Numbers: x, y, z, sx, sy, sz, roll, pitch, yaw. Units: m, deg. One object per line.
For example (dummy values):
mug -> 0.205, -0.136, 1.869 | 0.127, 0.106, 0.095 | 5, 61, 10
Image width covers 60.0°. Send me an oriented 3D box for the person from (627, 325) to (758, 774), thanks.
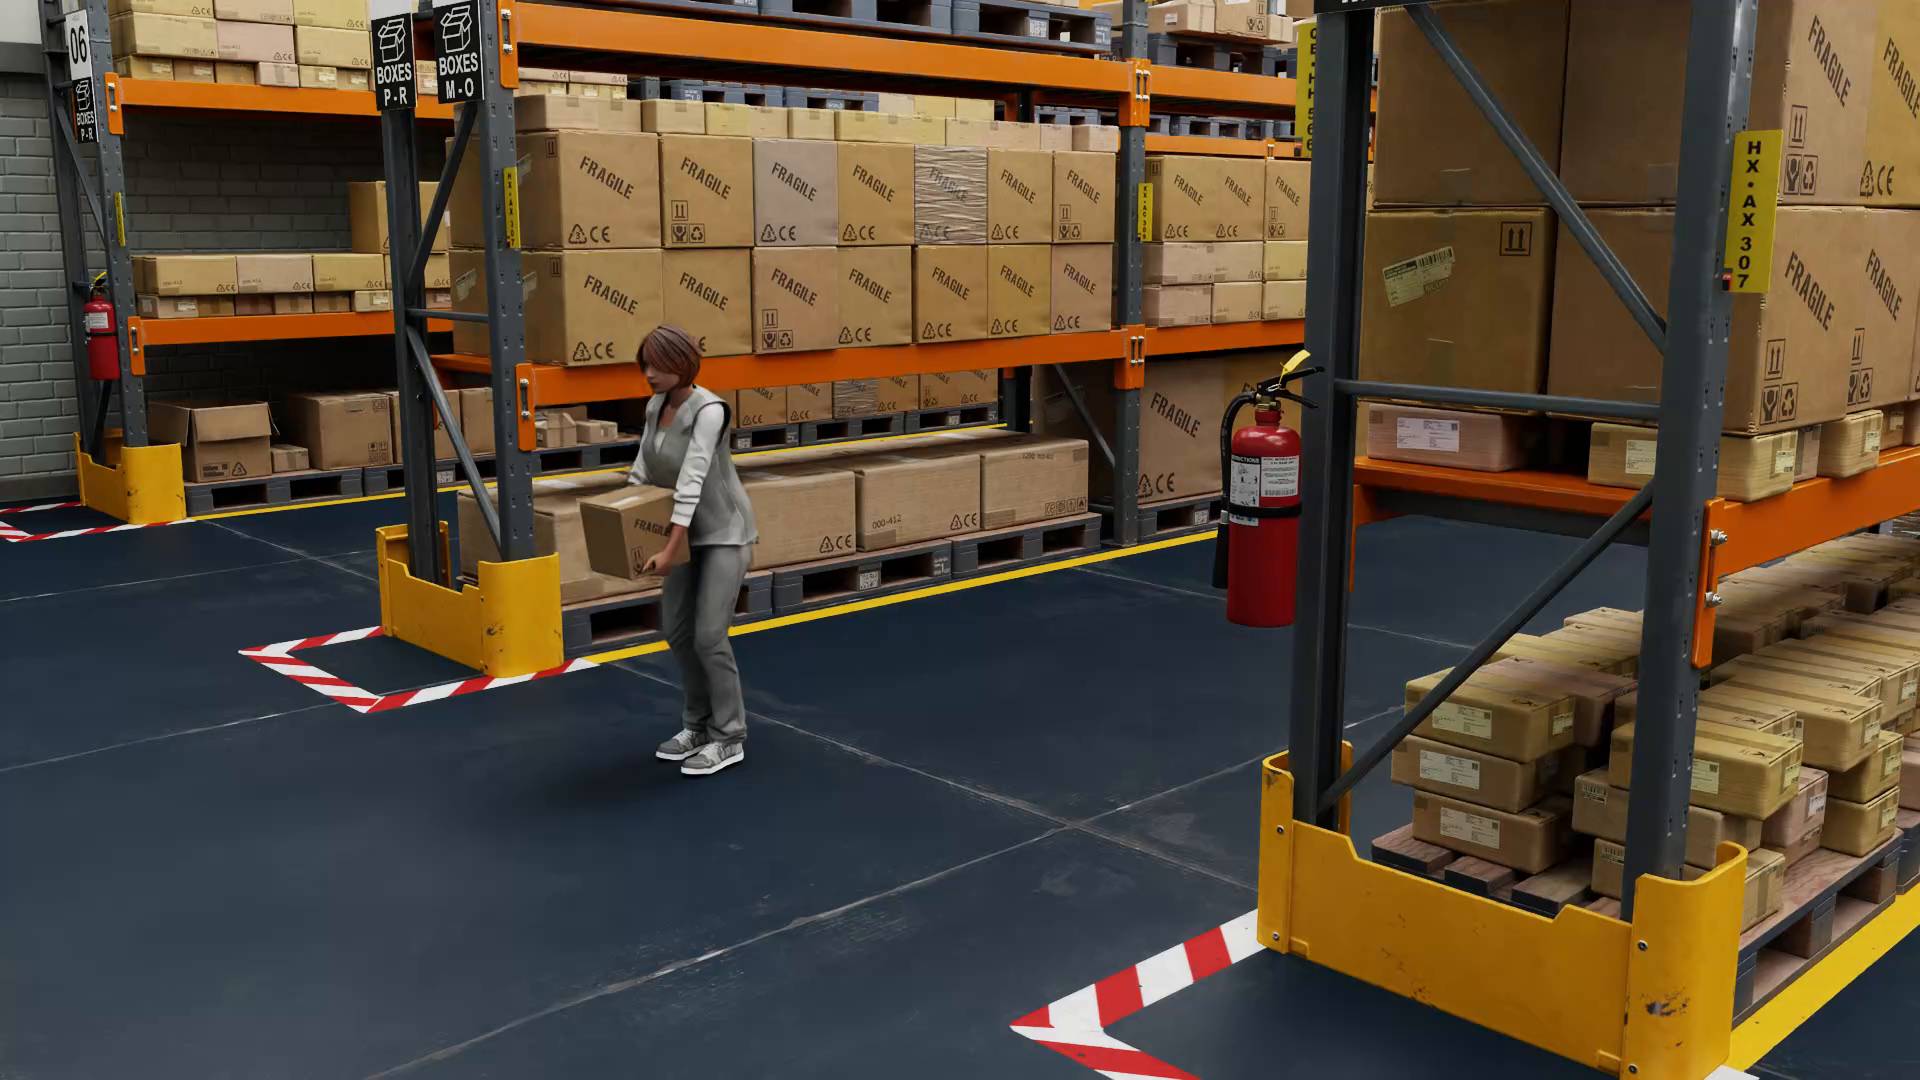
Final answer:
person -> -0.963, 0.037, 5.832 | 0.527, 1.576, 0.373 | -10, 15, -44
